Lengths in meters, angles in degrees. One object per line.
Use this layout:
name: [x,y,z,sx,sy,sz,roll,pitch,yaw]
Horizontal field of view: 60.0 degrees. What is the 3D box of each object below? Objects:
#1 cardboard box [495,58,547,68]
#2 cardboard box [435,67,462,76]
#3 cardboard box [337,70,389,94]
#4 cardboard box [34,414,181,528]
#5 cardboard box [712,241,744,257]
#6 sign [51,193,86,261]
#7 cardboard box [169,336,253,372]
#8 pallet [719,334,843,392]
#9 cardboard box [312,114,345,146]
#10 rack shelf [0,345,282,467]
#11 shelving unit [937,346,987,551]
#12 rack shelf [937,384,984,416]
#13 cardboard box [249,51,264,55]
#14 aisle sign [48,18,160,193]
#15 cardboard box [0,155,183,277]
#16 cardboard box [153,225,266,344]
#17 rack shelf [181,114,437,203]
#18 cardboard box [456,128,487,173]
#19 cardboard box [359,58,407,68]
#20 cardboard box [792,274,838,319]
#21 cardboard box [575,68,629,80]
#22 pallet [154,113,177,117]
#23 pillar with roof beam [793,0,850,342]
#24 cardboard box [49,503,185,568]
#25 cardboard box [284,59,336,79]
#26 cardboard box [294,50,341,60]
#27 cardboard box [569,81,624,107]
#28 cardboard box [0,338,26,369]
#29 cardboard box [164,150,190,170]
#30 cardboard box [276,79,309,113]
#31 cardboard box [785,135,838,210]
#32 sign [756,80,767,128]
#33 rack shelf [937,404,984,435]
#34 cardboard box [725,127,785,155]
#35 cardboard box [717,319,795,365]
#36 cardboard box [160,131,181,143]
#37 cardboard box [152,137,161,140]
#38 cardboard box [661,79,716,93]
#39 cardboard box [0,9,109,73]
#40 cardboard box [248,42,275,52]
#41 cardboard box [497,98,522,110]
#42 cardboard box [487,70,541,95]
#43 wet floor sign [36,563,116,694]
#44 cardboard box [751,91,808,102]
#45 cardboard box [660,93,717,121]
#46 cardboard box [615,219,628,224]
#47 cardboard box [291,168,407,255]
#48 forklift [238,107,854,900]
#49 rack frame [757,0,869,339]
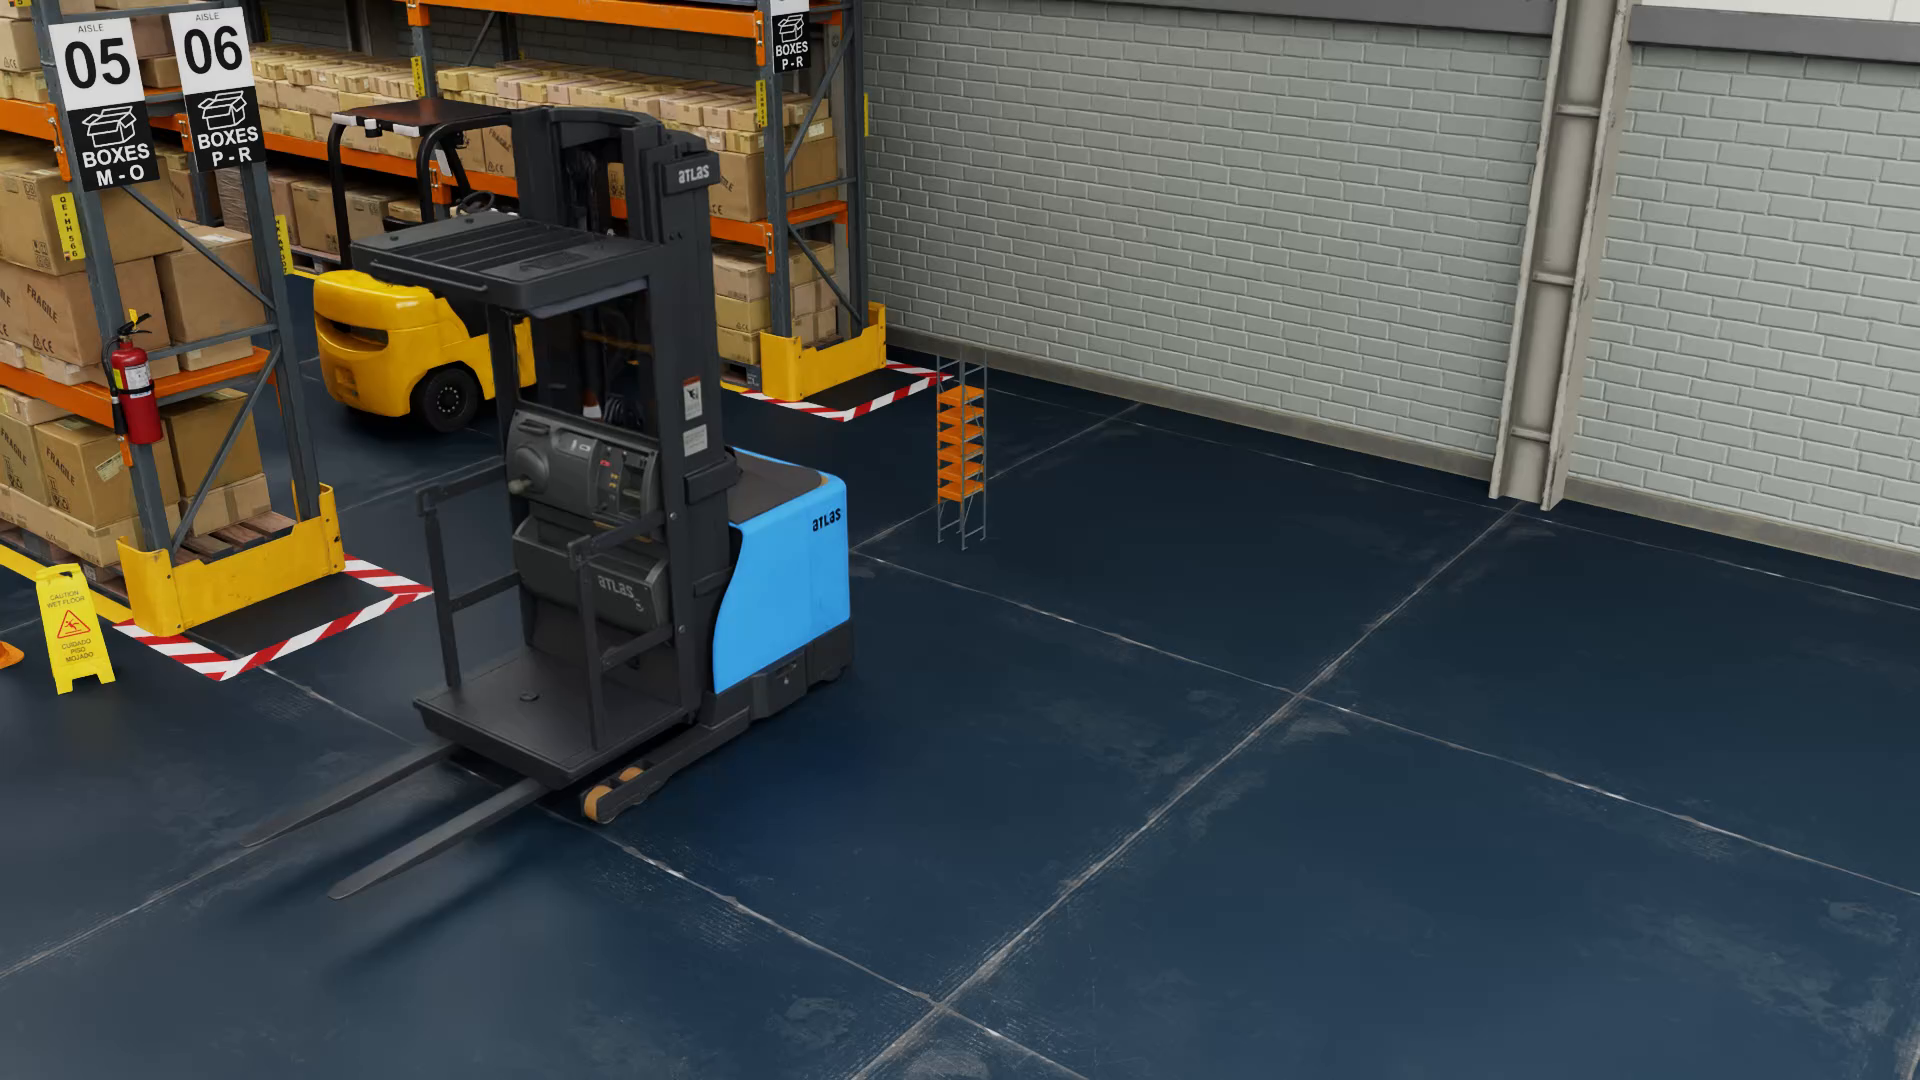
cardboard box: [-3.840,-4.113,14.567,0.250,0.149,0.380,17,29,33]
cardboard box: [-4.613,-4.193,15.117,0.250,0.149,0.380,16,28,32]
cardboard box: [-5.355,-4.121,14.955,0.250,0.149,0.380,16,28,32]
cardboard box: [-4.848,-0.431,9.468,0.500,0.500,0.500,17,29,34]
cardboard box: [-2.044,-2.171,13.105,0.500,0.250,0.500,17,29,34]
sign: [-4.399,-1.545,8.208,0.005,0.325,0.100,17,29,33]
cardboard box: [-4.198,-1.078,9.289,0.250,0.149,0.380,17,29,33]
pallet: [-1.713,-1.542,13.488,1.213,0.211,1.003,17,29,33]
cardboard box: [-5.622,-3.833,15.414,0.500,0.250,0.500,17,29,34]
rack shelf: [-5.651,-1.199,10.143,4.000,0.370,1.077,17,29,33]
shelving unit: [0.012,-0.546,10.000,0.189,1.200,0.258,17,29,33]
rack shelf: [0.012,-0.834,9.873,0.180,0.103,0.258,17,29,33]
cardboard box: [-6.964,-4.634,16.118,0.250,0.149,0.380,18,29,35]
aisle sign: [-4.175,-2.126,8.130,0.004,0.787,0.394,17,29,33]
cardboard box: [-4.590,-1.737,8.739,0.500,0.500,0.700,16,28,32]
cardboard box: [-4.263,-1.430,9.283,0.500,0.500,0.500,16,29,33]
rack shelf: [-5.877,-3.769,15.975,4.000,0.370,1.077,17,29,33]
cardboard box: [-4.078,-3.468,14.277,0.500,0.500,0.500,16,28,32]
cardboard box: [-5.418,-4.436,15.670,0.250,0.149,0.380,17,29,33]
cardboard box: [-1.328,-1.990,13.316,0.500,0.250,0.500,17,29,34]
cardboard box: [-3.011,-3.870,14.015,0.250,0.149,0.380,16,29,32]
pallet: [-8.062,-4.635,17.287,1.003,0.211,1.213,17,29,33]
pillar with roof beam: [-3.675,-4.462,9.217,0.400,9.000,9.100,17,29,33]
cardboard box: [-4.878,-0.093,9.630,0.500,0.250,0.500,17,29,33]
cardboard box: [-6.094,-4.411,15.614,0.250,0.149,0.380,17,29,33]
cardboard box: [-6.248,-4.676,16.214,0.250,0.149,0.380,17,29,33]
cardboard box: [-2.911,-3.580,13.356,0.250,0.149,0.380,17,29,33]
cardboard box: [-5.163,-1.098,9.333,0.250,0.149,0.380,17,29,34]
cardboard box: [-8.025,-3.964,17.302,0.250,0.149,0.380,15,28,31]
cardboard box: [-6.037,-4.186,15.597,0.500,0.250,0.500,17,29,34]
cardboard box: [-1.306,-2.902,12.992,0.500,0.500,0.500,18,29,35]
sign: [-1.413,-3.113,11.866,0.005,0.325,0.100,17,29,33]
rack shelf: [0.012,-0.725,9.921,0.180,0.103,0.258,17,29,33]
cardboard box: [-1.522,-2.983,12.371,0.250,0.149,0.380,17,29,34]
cardboard box: [-1.642,-1.592,13.033,0.500,0.250,0.500,17,29,34]
cardboard box: [-8.552,-4.404,18.299,0.250,0.149,0.380,16,28,32]
cardboard box: [-8.830,-4.237,17.920,0.250,0.149,0.380,16,29,33]
cardboard box: [-2.192,-3.625,13.459,0.250,0.149,0.380,16,28,32]
cardboard box: [-4.621,-2.521,8.349,0.500,0.250,0.500,16,29,33]
cardboard box: [-7.096,-4.911,16.746,0.250,0.149,0.380,18,29,35]
cardboard box: [-3.593,-3.595,13.761,0.250,0.149,0.380,18,29,34]
cardboard box: [-3.727,-3.827,13.919,0.250,0.149,0.380,16,29,32]
wet floor sign: [-4.540,0.424,8.487,0.267,0.644,0.232,-15,28,-30]
cardboard box: [-1.392,-3.360,12.859,0.250,0.149,0.380,18,29,35]
cardboard box: [-2.085,-3.333,12.796,0.250,0.149,0.380,17,29,34]
cardboard box: [-2.549,-2.586,14.048,0.500,0.250,0.500,16,28,32]
cardboard box: [-5.920,-3.213,16.247,0.625,0.625,0.875,15,28,31]
forklift: [-1.824,-0.303,7.303,1.130,2.935,3.031,16,29,33]
rack frame: [-1.076,-2.647,12.537,0.127,3.000,1.000,17,29,33]
